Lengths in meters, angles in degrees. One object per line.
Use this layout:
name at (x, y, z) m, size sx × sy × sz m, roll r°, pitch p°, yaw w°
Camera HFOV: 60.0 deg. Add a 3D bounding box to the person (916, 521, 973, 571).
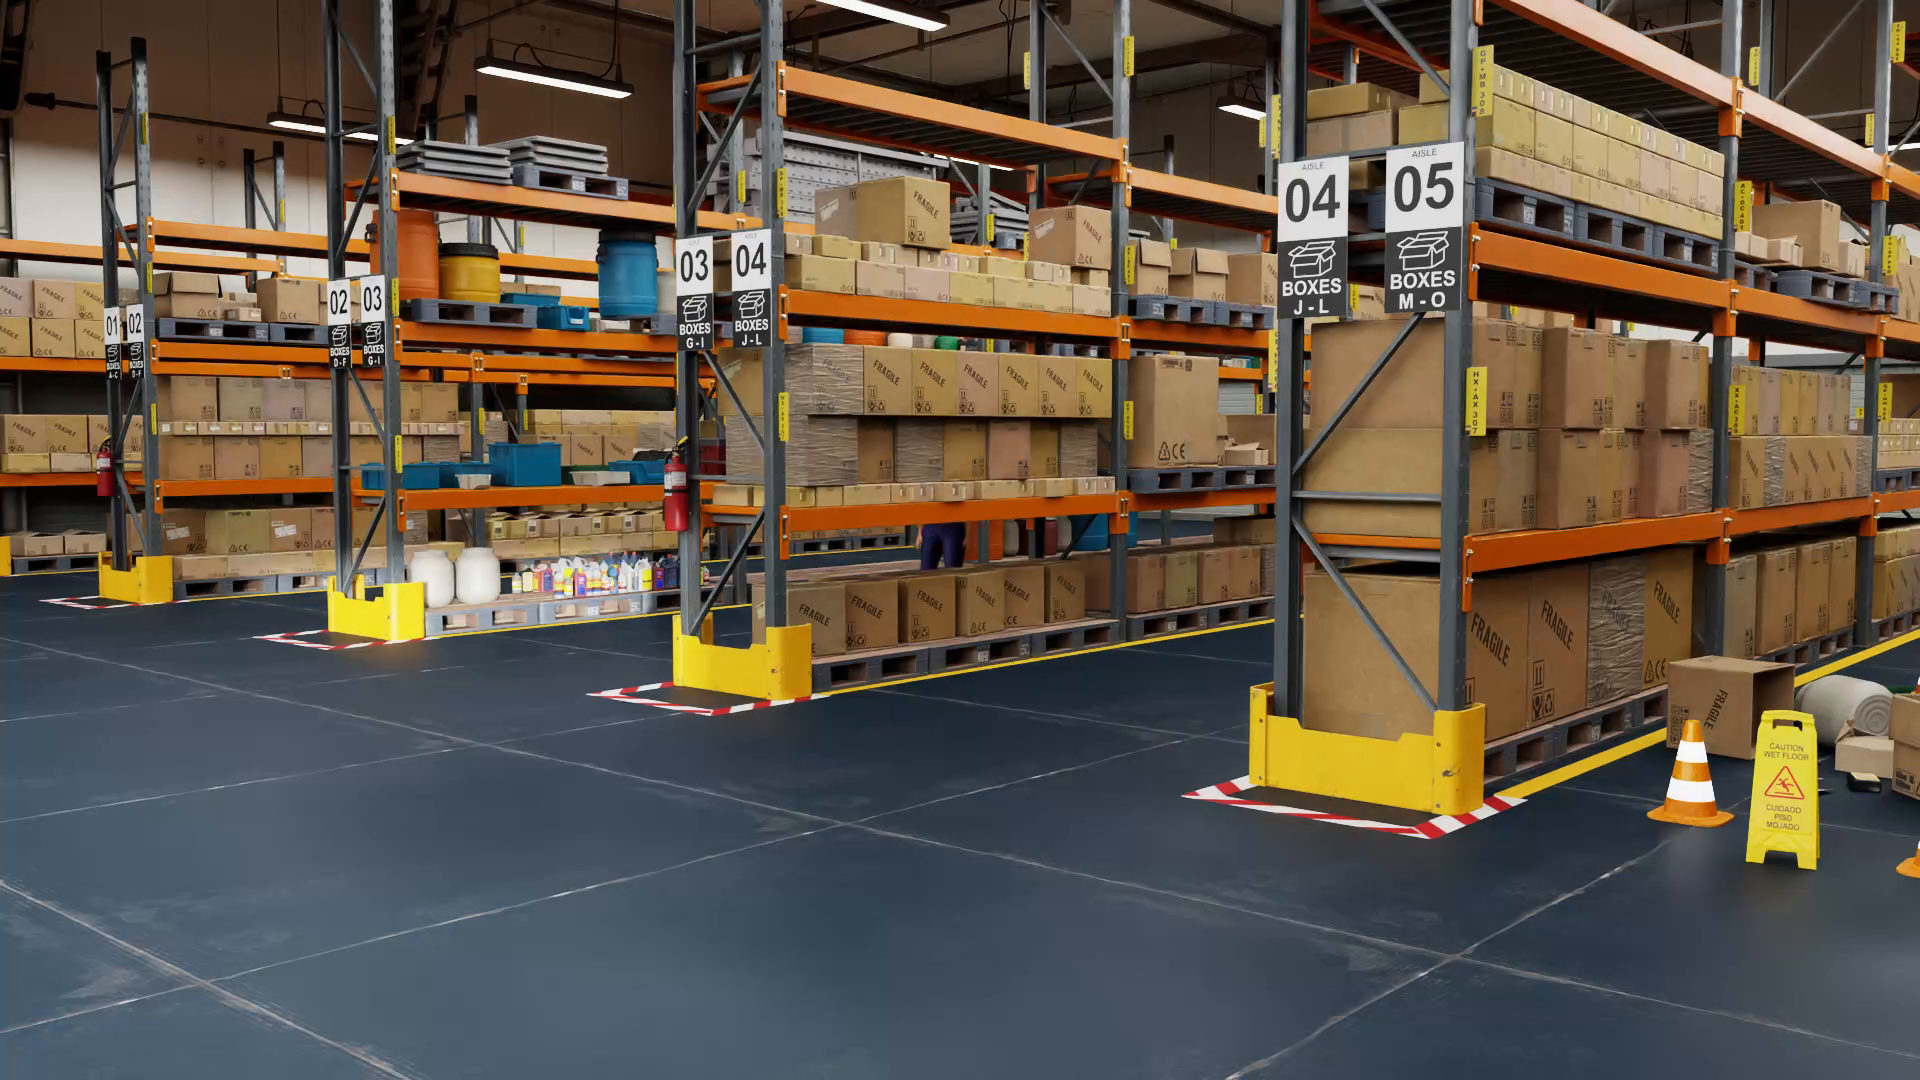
person at (-0.152, -0.006, 15.601) m, size 0.527 × 1.643 × 0.421 m, roll 2°, pitch 4°, yaw 25°
